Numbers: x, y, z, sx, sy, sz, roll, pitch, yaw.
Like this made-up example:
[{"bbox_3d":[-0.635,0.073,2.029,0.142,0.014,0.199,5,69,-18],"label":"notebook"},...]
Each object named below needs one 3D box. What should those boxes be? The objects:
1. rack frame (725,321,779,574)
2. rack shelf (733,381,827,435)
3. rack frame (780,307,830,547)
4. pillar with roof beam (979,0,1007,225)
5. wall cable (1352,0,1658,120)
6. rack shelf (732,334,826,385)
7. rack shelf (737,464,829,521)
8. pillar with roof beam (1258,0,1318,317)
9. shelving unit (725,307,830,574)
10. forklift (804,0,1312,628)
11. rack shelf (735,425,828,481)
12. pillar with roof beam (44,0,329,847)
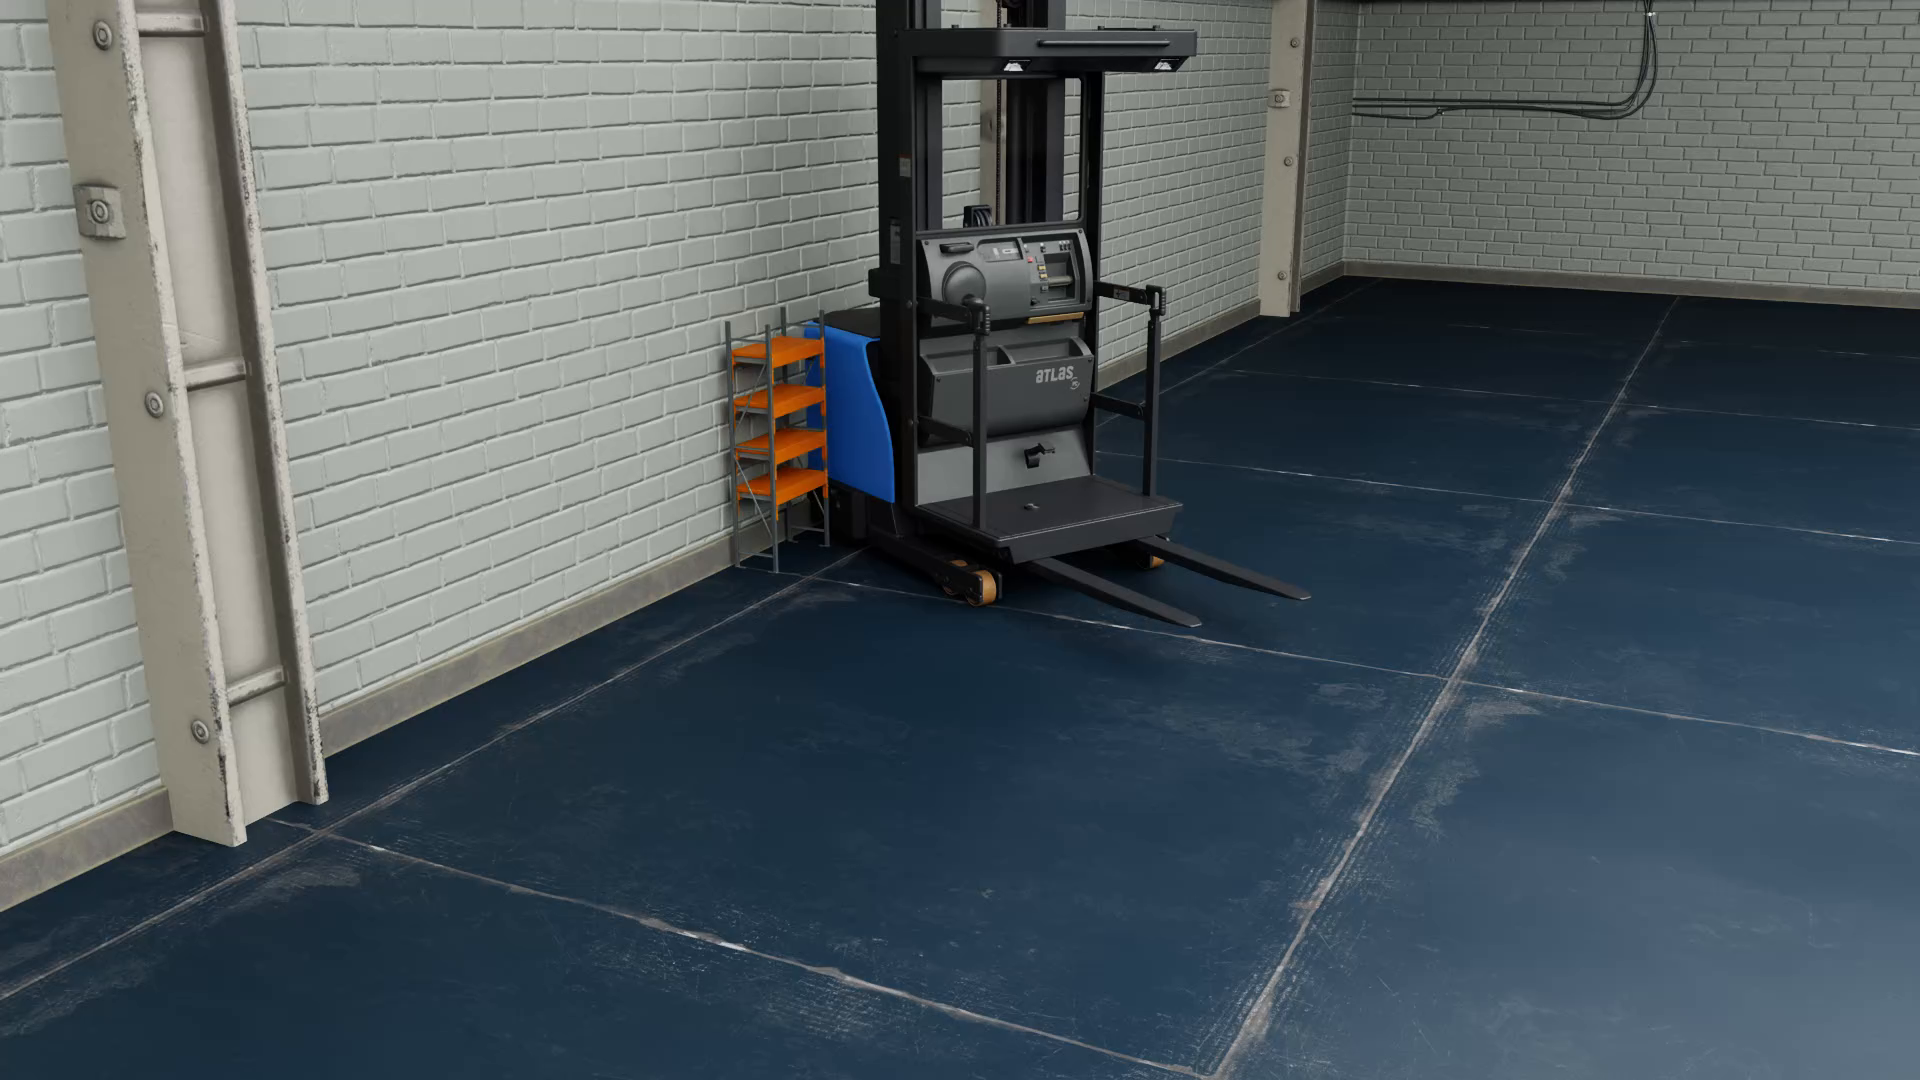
[{"bbox_3d":[-0.982,-0.429,7.861,0.240,1.200,0.015,8,18,25],"label":"rack frame"},{"bbox_3d":[-0.876,-0.641,8.027,0.258,0.148,0.480,8,18,25],"label":"rack shelf"},{"bbox_3d":[-0.770,-0.554,8.282,0.240,1.200,0.015,8,18,25],"label":"rack frame"},{"bbox_3d":[4.188,-4.393,7.511,9.100,9.000,0.400,8,18,25],"label":"pillar with roof beam"},{"bbox_3d":[5.517,-5.563,16.902,3.097,2.526,0.112,8,18,25],"label":"wall cable"},{"bbox_3d":[-0.876,-0.868,7.960,0.258,0.148,0.480,8,18,25],"label":"rack shelf"},{"bbox_3d":[-0.876,-0.237,8.147,0.258,0.148,0.480,8,18,25],"label":"rack shelf"},{"bbox_3d":[6.869,-5.922,12.656,9.100,9.000,0.400,8,18,25],"label":"pillar with roof beam"},{"bbox_3d":[-0.876,-0.491,8.072,0.258,1.200,0.503,8,18,25],"label":"shelving unit"},{"bbox_3d":[0.348,-1.258,7.612,1.130,2.935,3.031,-11,20,-32],"label":"forklift"},{"bbox_3d":[-0.876,-0.427,8.091,0.258,0.148,0.480,8,18,25],"label":"rack shelf"},{"bbox_3d":[1.507,-2.865,2.365,9.100,9.000,0.400,8,18,25],"label":"pillar with roof beam"}]
